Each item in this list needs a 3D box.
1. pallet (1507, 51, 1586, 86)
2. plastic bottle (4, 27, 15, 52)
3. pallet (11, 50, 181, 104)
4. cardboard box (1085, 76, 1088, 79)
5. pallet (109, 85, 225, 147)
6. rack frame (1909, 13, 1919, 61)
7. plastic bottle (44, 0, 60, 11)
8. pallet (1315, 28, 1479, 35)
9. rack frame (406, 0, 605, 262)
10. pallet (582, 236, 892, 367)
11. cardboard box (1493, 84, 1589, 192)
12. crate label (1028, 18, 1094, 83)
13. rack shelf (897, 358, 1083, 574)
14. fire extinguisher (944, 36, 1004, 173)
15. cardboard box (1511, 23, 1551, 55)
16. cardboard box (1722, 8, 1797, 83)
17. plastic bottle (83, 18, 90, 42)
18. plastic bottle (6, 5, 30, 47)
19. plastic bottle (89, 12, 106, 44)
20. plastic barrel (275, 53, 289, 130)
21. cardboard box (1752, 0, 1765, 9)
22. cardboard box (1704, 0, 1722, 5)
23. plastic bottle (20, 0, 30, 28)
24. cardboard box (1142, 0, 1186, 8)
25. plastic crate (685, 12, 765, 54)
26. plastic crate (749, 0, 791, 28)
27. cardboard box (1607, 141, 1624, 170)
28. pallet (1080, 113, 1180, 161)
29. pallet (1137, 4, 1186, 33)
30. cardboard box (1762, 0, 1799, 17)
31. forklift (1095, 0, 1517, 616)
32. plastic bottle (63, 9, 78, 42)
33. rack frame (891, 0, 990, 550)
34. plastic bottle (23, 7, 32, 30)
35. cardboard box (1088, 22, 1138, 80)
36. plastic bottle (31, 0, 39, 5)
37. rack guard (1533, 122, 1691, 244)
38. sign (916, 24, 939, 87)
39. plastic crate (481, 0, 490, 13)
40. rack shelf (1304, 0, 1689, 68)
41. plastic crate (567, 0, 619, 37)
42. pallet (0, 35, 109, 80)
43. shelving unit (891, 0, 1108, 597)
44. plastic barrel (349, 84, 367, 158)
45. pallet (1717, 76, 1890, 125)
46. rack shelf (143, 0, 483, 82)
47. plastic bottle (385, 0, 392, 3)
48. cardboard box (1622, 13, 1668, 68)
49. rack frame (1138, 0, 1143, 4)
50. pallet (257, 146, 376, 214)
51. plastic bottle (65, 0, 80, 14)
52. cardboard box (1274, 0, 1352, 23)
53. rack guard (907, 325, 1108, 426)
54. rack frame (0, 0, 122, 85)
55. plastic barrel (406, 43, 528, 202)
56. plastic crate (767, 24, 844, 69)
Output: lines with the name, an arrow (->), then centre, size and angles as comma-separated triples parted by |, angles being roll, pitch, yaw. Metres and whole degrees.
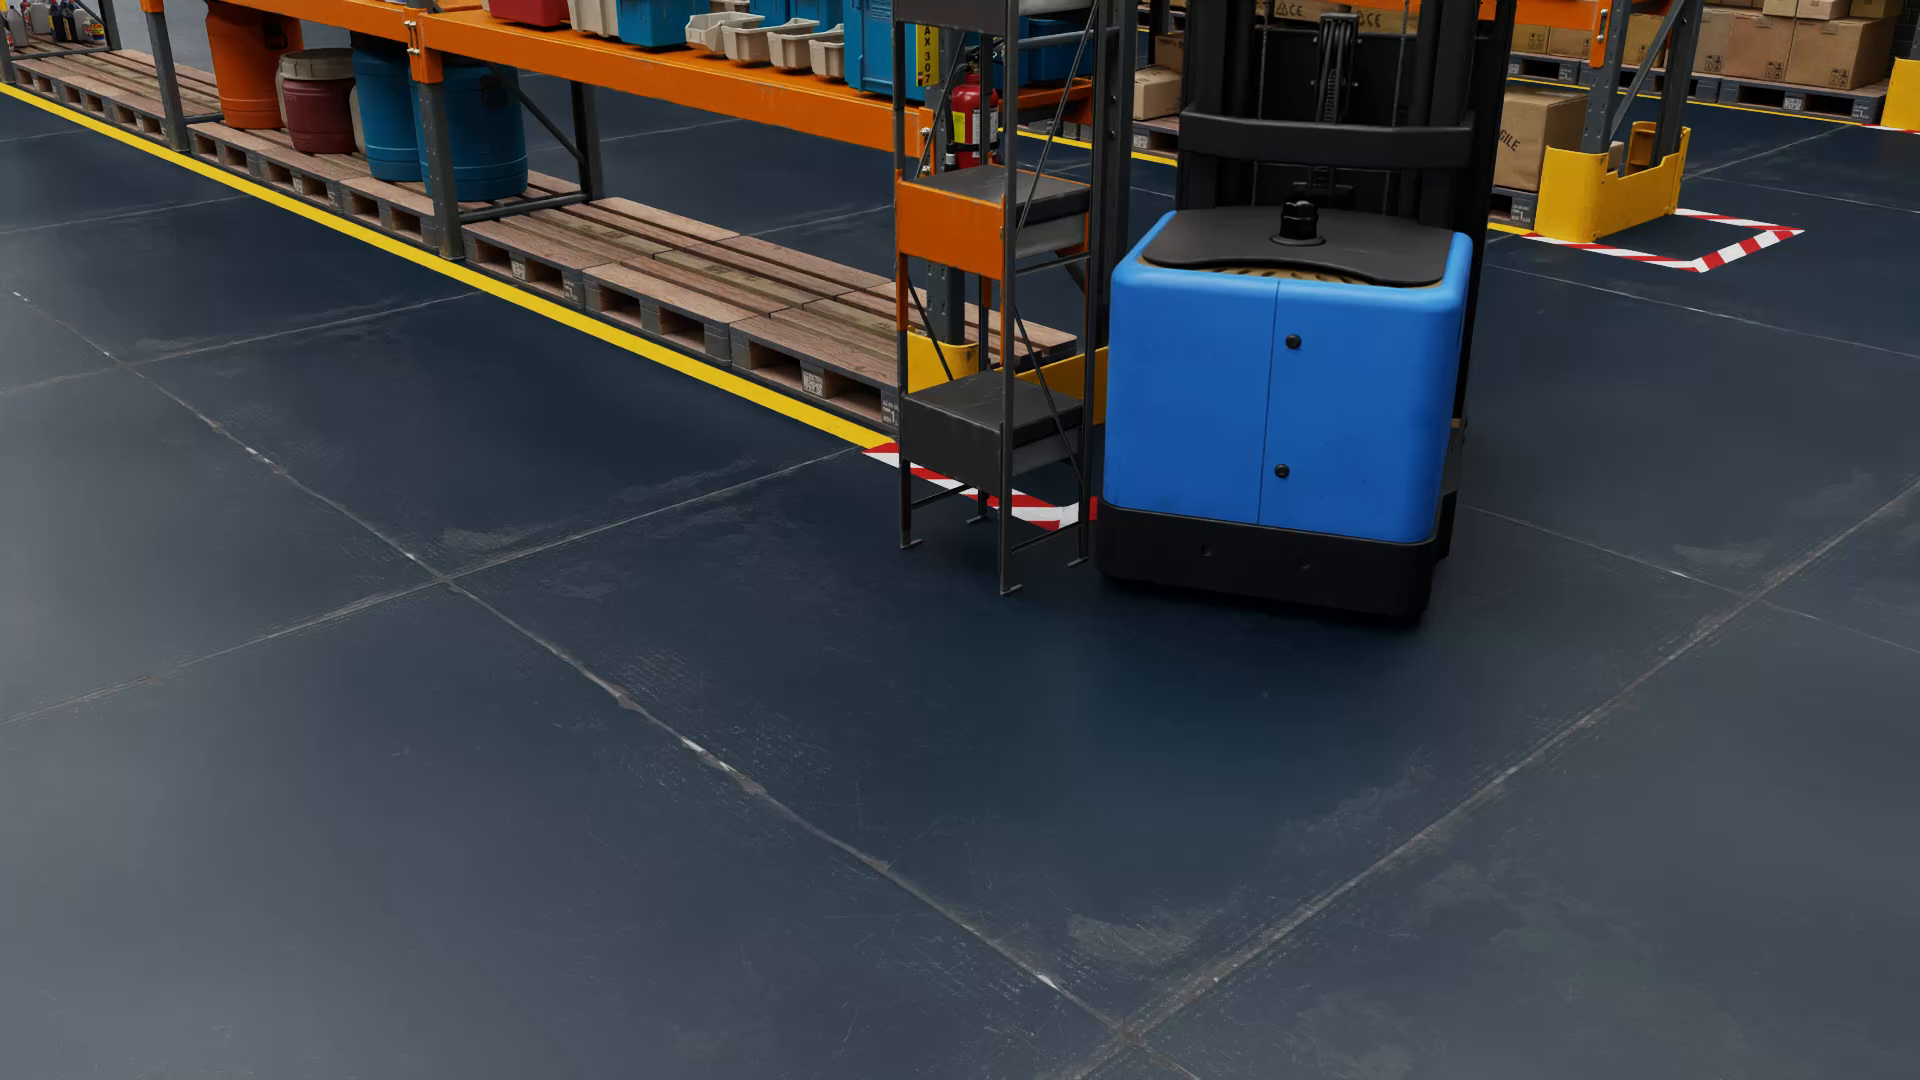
pallet -> 5.238, -4.328, 14.984 | 1.003, 0.211, 1.213 | -21, 32, -38
plastic bottle -> -8.399, -4.411, 14.647 | 0.097, 0.201, 0.097 | 0, 25, 0
pallet -> -7.359, -3.967, 14.192 | 1.003, 0.211, 1.213 | -21, 32, -38
cardboard box -> 0.616, -3.574, 12.453 | 0.500, 0.500, 0.500 | -21, 32, -39
pallet -> -5.691, -3.228, 12.572 | 1.003, 0.211, 1.213 | -21, 32, -38
rack frame -> 7.510, -4.638, 12.302 | 1.000, 3.000, 0.127 | -21, 32, -38
plastic bottle -> -8.592, -5.006, 15.771 | 0.144, 0.351, 0.185 | -22, 32, -39
pallet -> 4.193, -4.793, 16.003 | 1.003, 0.211, 1.213 | -21, 32, -38
rack frame -> -2.456, -3.039, 8.798 | 1.000, 3.000, 0.127 | -21, 32, -38
pallet -> -1.087, -1.189, 8.102 | 1.003, 0.211, 1.213 | -21, 32, -38
cardboard box -> 3.345, -2.389, 9.855 | 0.500, 0.500, 0.500 | -21, 32, -38
crate label -> 0.349, -1.947, 6.532 | 0.416, 0.233, 0.303 | -21, 32, -38
rack shelf -> 0.113, -0.256, 5.500 | 0.431, 0.518, 0.480 | -21, 32, -38
fire extinguisher -> 0.049, -1.448, 5.852 | 0.296, 0.674, 0.183 | -21, 32, -38
cardboard box -> 5.212, -4.648, 14.830 | 0.700, 0.500, 0.500 | -21, 32, -38
cardboard box -> 6.616, -4.027, 13.469 | 0.700, 0.500, 0.500 | -21, 32, -39
plastic bottle -> -7.961, -4.672, 15.220 | 0.097, 0.201, 0.097 | 0, 25, 0
plastic bottle -> -8.469, -4.612, 14.907 | 0.144, 0.351, 0.185 | -21, 32, -38
plastic bottle -> -7.822, -4.643, 15.070 | 0.097, 0.271, 0.097 | 0, 25, 0
plastic barrel -> -4.392, -3.021, 11.250 | 0.421, 0.512, 0.421 | 0, 25, 0
cardboard box -> 6.672, -4.418, 13.545 | 0.380, 0.149, 0.250 | -21, 32, -38
cardboard box -> 6.322, -4.573, 13.884 | 0.380, 0.149, 0.250 | -21, 32, -38
plastic bottle -> -9.008, -5.093, 16.042 | 0.061, 0.283, 0.133 | -21, 32, -38
cardboard box -> 2.449, -6.014, 17.404 | 0.750, 0.750, 0.750 | -22, 32, -39
plastic crate -> -1.023, -2.184, 7.169 | 0.298, 0.136, 0.250 | -21, 32, -38
plastic crate -> -0.756, -2.436, 7.606 | 0.416, 0.233, 0.300 | -21, 32, -38
cardboard box -> 3.861, -2.359, 10.211 | 0.380, 0.149, 0.250 | -21, 32, -38
pallet -> 1.631, -2.966, 11.998 | 1.003, 0.211, 1.213 | -21, 32, -38
pallet -> 2.526, -5.533, 17.623 | 1.003, 0.211, 1.213 | -21, 32, -38
cardboard box -> 6.562, -4.235, 13.143 | 0.380, 0.149, 0.250 | -20, 31, -37
forklift -> 1.386, -1.688, 5.918 | 1.130, 2.935, 3.031 | 8, 26, 17
plastic bottle -> -8.140, -4.708, 15.199 | 0.061, 0.283, 0.133 | -21, 32, -38
rack frame -> -0.054, -0.979, 5.366 | 0.400, 2.100, 0.015 | -21, 32, -38
plastic bottle -> -8.914, -5.003, 15.943 | 0.097, 0.201, 0.097 | 0, 25, 0
cardboard box -> 1.009, -3.722, 12.776 | 0.500, 0.500, 0.500 | 22, 33, 39
plastic bottle -> -8.836, -5.078, 16.018 | 0.152, 0.276, 0.135 | -22, 33, -40
rack guard -> 3.844, -2.117, 9.788 | 1.175, 0.500, 0.348 | -21, 32, -38
sign -> -0.113, -1.741, 5.755 | 0.100, 0.325, 0.005 | -21, 32, -38
plastic crate -> -2.242, -2.765, 8.442 | 0.396, 0.136, 0.243 | -21, 32, -38
rack shelf -> 2.529, -3.510, 10.697 | 1.077, 0.370, 4.000 | -21, 32, -38
plastic crate -> -1.547, -2.498, 7.681 | 0.437, 0.282, 0.530 | -21, 32, -38
pallet -> -8.353, -4.410, 15.161 | 1.003, 0.211, 1.213 | -21, 32, -38
shelving unit -> 0.113, -0.905, 5.204 | 0.431, 2.100, 0.503 | -21, 32, -38
plastic barrel -> -3.620, -2.679, 10.500 | 0.421, 0.512, 0.421 | 0, 25, 0
pallet -> 6.906, -3.589, 13.363 | 1.003, 0.211, 1.213 | -21, 32, -38
rack shelf -> -3.823, -3.318, 10.275 | 1.077, 0.370, 4.000 | -21, 32, -38
plastic bottle -> -3.061, -3.004, 8.960 | 0.097, 0.201, 0.097 | 0, 25, 0
cardboard box -> 5.902, -4.338, 14.152 | 0.700, 0.500, 0.500 | -20, 31, -37
rack frame -> 2.042, -7.061, 17.615 | 1.000, 3.000, 0.127 | -21, 32, -38
pallet -> -3.791, -2.386, 10.725 | 1.003, 0.211, 1.213 | -21, 32, -38
plastic bottle -> -8.173, -4.820, 15.363 | 0.144, 0.351, 0.185 | -20, 31, -37
cardboard box -> 3.627, -5.491, 16.257 | 0.750, 0.750, 0.750 | -20, 31, -37
rack guard -> 0.304, -0.686, 6.652 | 1.175, 0.500, 0.348 | -21, 32, -38
rack frame -> -7.924, -5.463, 14.111 | 1.000, 3.000, 0.127 | -21, 32, -38
plastic barrel -> -2.815, -2.445, 9.518 | 0.600, 0.901, 0.708 | -21, 32, -38
plastic crate -> -0.599, -2.022, 6.814 | 0.396, 0.136, 0.243 | -21, 32, -38
